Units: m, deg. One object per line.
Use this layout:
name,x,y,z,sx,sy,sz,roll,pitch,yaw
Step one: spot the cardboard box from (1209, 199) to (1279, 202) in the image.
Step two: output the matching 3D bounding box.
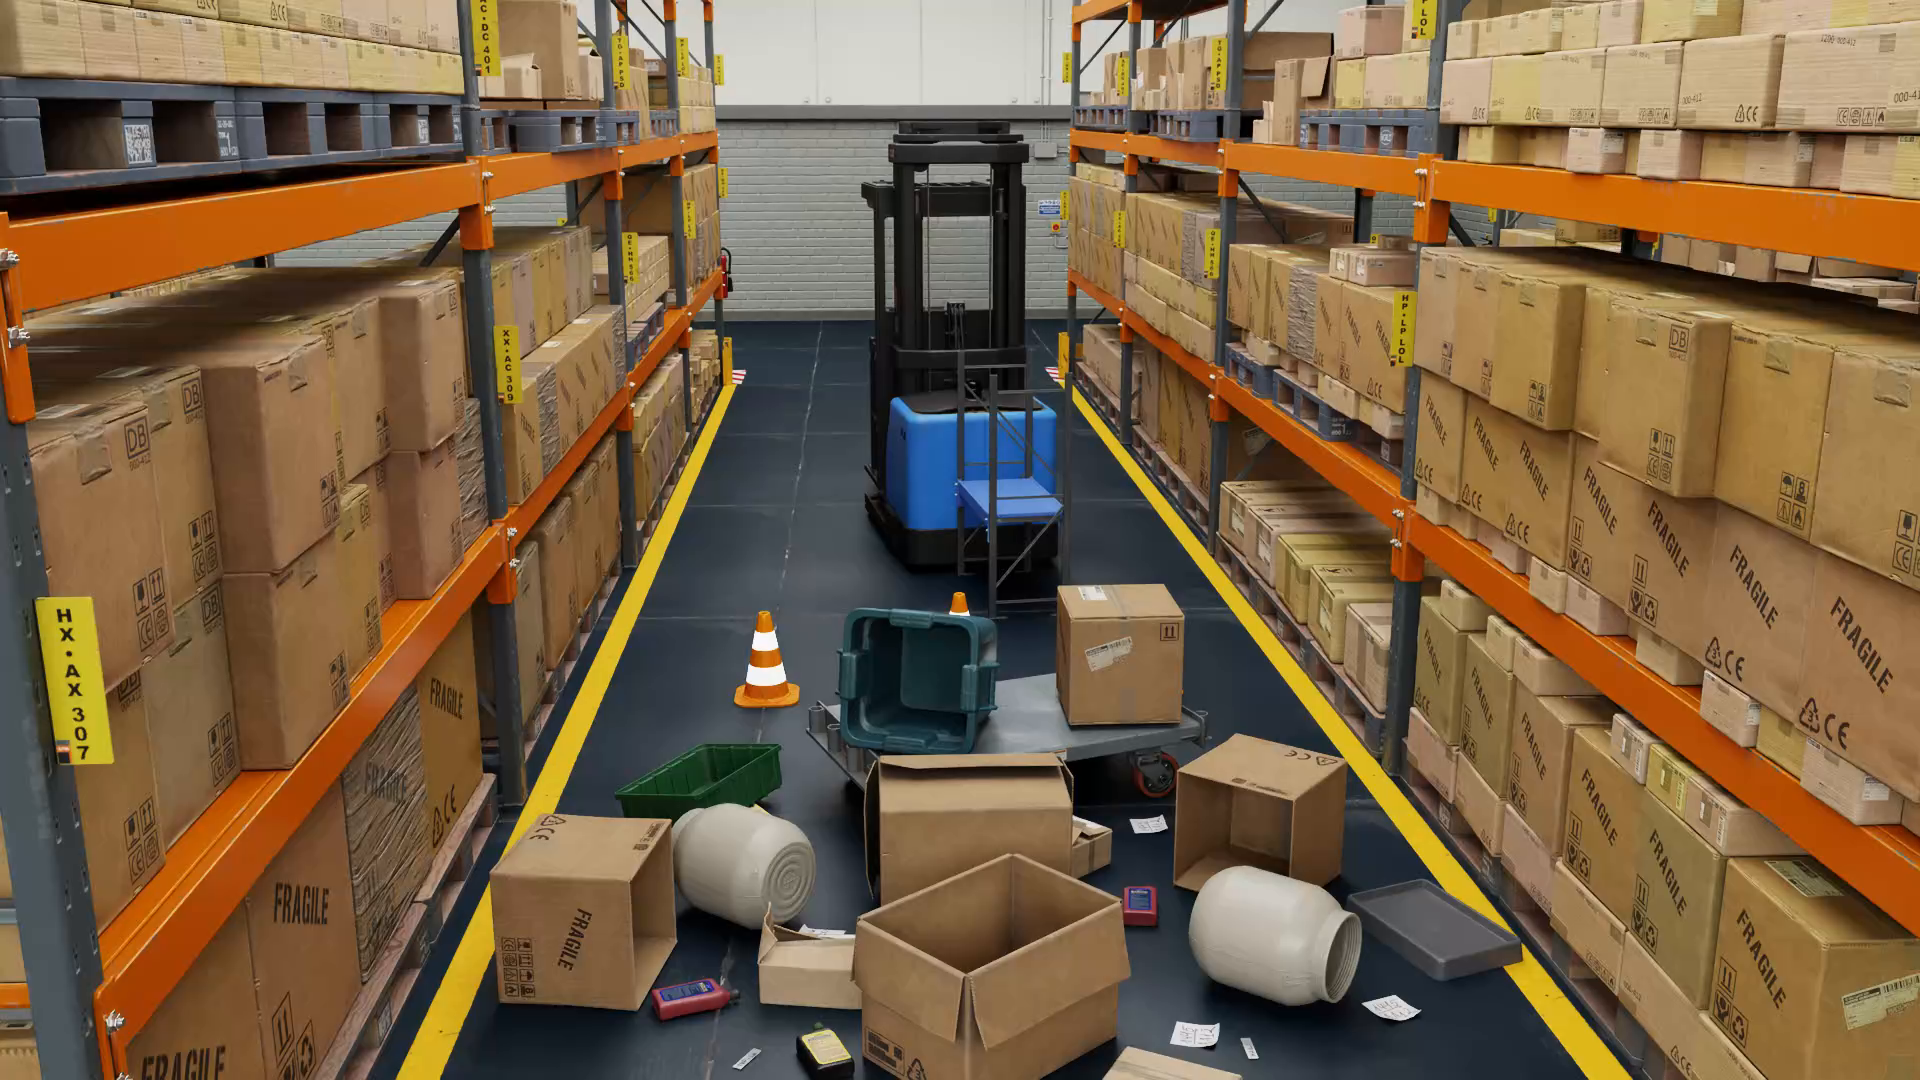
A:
cardboard box,2.323,-2.529,13.627,0.500,0.500,0.500,0,14,-2

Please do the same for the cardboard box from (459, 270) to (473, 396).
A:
cardboard box,-2.482,-0.923,7.387,0.700,0.500,0.500,-1,14,-4

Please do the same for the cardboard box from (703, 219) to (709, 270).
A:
cardboard box,-2.815,-2.958,16.705,0.500,0.500,0.500,0,14,-1

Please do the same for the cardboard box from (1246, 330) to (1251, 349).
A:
cardboard box,2.060,-1.291,10.684,0.380,0.149,0.250,-2,15,-7

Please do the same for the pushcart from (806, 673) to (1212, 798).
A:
pushcart,0.217,0.949,7.581,1.648,0.377,0.936,-6,16,-23

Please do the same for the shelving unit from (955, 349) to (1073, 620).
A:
shelving unit,0.326,-0.379,10.488,0.538,1.500,1.048,-3,15,-11

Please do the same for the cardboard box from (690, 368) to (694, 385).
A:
cardboard box,-2.713,-1.526,15.621,0.380,0.149,0.250,0,14,-1

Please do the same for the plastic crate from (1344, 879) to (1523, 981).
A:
plastic crate,1.768,1.449,6.236,0.402,0.080,0.583,-6,16,-23

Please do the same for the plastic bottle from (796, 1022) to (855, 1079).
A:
plastic bottle,-0.453,1.666,5.429,0.133,0.061,0.283,-6,16,-23

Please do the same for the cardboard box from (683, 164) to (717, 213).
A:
cardboard box,-2.912,-3.818,18.042,0.500,0.500,0.500,-1,14,-5

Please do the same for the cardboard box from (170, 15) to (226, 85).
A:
cardboard box,-1.946,-1.134,3.855,0.380,0.149,0.250,-1,14,-3

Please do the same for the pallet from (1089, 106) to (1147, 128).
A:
pallet,1.881,-4.274,16.777,1.003,0.211,1.213,-1,14,-3

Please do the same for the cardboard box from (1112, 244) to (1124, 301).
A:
cardboard box,1.710,-2.518,15.592,0.500,0.500,0.500,-1,14,-3

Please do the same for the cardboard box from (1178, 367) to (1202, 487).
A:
cardboard box,2.231,-0.933,13.053,0.875,0.875,0.875,-1,14,-3

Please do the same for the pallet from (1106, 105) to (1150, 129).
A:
pallet,1.953,-3.972,15.601,1.003,0.211,1.213,-1,14,-3

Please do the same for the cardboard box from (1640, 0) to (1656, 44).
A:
cardboard box,2.362,-1.617,5.175,0.380,0.149,0.250,-1,14,-2

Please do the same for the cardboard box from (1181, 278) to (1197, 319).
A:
cardboard box,1.922,-1.777,12.210,0.500,0.250,0.500,-1,14,-5

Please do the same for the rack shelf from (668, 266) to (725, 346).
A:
rack shelf,-3.064,-2.406,16.800,1.077,0.370,4.000,-1,14,-3

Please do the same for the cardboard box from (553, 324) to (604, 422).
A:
cardboard box,-2.336,-0.954,9.514,0.500,0.500,0.500,-1,14,-4

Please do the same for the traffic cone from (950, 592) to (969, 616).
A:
traffic cone,-0.001,0.517,9.090,0.336,0.463,0.334,-1,14,-3

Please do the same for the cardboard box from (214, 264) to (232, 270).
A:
cardboard box,-7.788,-2.902,16.990,0.500,0.250,0.500,-1,14,-5

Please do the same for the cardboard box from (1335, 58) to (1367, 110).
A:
cardboard box,2.252,-2.348,8.570,0.500,0.250,0.500,-1,14,-3

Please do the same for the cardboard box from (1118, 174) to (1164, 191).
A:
cardboard box,1.657,-3.277,15.232,0.380,0.149,0.250,-1,14,-5

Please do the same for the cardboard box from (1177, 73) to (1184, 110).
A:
cardboard box,1.807,-3.291,12.206,0.396,0.266,0.258,-1,14,-5

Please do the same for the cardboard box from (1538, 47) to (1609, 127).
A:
cardboard box,2.303,-1.526,5.622,0.500,0.250,0.500,-1,14,-3

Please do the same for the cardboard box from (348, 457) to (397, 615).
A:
cardboard box,-2.437,0.024,5.610,0.875,0.550,0.550,-1,14,-3

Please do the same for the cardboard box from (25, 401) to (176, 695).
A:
cardboard box,-2.181,0.039,3.386,0.875,0.550,0.550,-1,14,-3

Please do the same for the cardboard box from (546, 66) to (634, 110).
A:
cardboard box,-2.462,-2.909,11.092,0.500,0.500,0.500,-1,14,-3

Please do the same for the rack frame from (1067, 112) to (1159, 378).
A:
rack frame,1.746,-3.353,19.038,1.000,3.000,0.127,-1,14,-3

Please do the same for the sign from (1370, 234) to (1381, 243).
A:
sign,2.783,-1.896,11.213,0.100,0.325,0.005,-1,14,-3

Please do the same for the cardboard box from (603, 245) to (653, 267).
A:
cardboard box,-2.661,-2.272,13.305,0.380,0.149,0.250,-1,14,-5

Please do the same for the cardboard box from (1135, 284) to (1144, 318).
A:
cardboard box,1.791,-2.043,14.249,0.500,0.250,0.500,-1,14,-5

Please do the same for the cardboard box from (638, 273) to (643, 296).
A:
cardboard box,-2.603,-1.931,12.577,0.380,0.149,0.250,-1,14,-4

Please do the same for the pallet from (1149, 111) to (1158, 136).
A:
pallet,2.100,-3.491,13.939,0.805,0.209,1.217,-1,15,-6

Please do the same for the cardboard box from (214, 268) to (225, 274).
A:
cardboard box,-7.713,-2.676,16.913,0.380,0.149,0.250,-1,14,-3

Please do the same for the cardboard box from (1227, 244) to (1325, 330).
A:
cardboard box,2.038,-1.644,10.755,0.500,0.500,0.500,-1,14,-5

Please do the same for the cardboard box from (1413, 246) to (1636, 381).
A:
cardboard box,2.300,-0.932,6.827,0.700,0.500,0.500,-1,14,-4

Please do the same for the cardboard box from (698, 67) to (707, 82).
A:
cardboard box,-2.816,-4.798,17.132,0.380,0.149,0.250,-1,14,-3

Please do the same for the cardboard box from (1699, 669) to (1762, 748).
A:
cardboard box,2.333,0.469,4.687,0.380,0.149,0.250,-1,14,-2

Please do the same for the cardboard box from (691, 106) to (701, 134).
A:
cardboard box,-2.759,-4.010,15.874,0.500,0.250,0.500,0,14,-1

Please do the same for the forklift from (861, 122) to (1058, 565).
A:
forklift,-0.119,-1.574,12.260,1.130,2.935,3.031,-3,15,-11

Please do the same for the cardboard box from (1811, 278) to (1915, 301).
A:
cardboard box,6.807,-1.829,12.574,0.500,0.250,0.500,-2,15,-6

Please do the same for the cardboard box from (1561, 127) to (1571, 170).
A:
cardboard box,2.331,-1.363,5.788,0.380,0.149,0.250,-1,14,-5

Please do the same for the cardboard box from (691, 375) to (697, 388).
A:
cardboard box,-2.807,-1.576,16.413,0.380,0.149,0.250,0,14,-1

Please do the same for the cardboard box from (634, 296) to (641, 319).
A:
cardboard box,-2.590,-1.725,12.372,0.380,0.149,0.250,0,14,-2

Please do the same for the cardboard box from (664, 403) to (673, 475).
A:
cardboard box,-2.584,-0.814,13.344,0.500,0.500,0.500,-1,14,-5

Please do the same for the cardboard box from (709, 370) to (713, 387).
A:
cardboard box,-2.793,-1.693,17.466,0.380,0.149,0.250,-2,15,-6

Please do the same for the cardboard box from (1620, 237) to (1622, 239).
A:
cardboard box,7.050,-3.140,17.915,0.500,0.250,0.500,0,14,-2

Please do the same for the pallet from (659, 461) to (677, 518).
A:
pallet,-2.812,-0.408,13.190,1.003,0.211,1.213,-1,14,-3

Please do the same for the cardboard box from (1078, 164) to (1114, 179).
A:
cardboard box,1.481,-3.977,17.953,0.380,0.149,0.250,0,14,-2

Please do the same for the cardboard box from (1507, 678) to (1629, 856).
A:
cardboard box,2.332,0.809,6.031,0.500,0.500,0.500,0,14,-1

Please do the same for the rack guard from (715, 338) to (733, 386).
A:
rack guard,-3.184,-2.022,18.882,1.175,0.500,0.348,-1,14,-3

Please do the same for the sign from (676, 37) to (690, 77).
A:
sign,-2.387,-4.160,14.327,0.100,0.325,0.005,-1,14,-3
